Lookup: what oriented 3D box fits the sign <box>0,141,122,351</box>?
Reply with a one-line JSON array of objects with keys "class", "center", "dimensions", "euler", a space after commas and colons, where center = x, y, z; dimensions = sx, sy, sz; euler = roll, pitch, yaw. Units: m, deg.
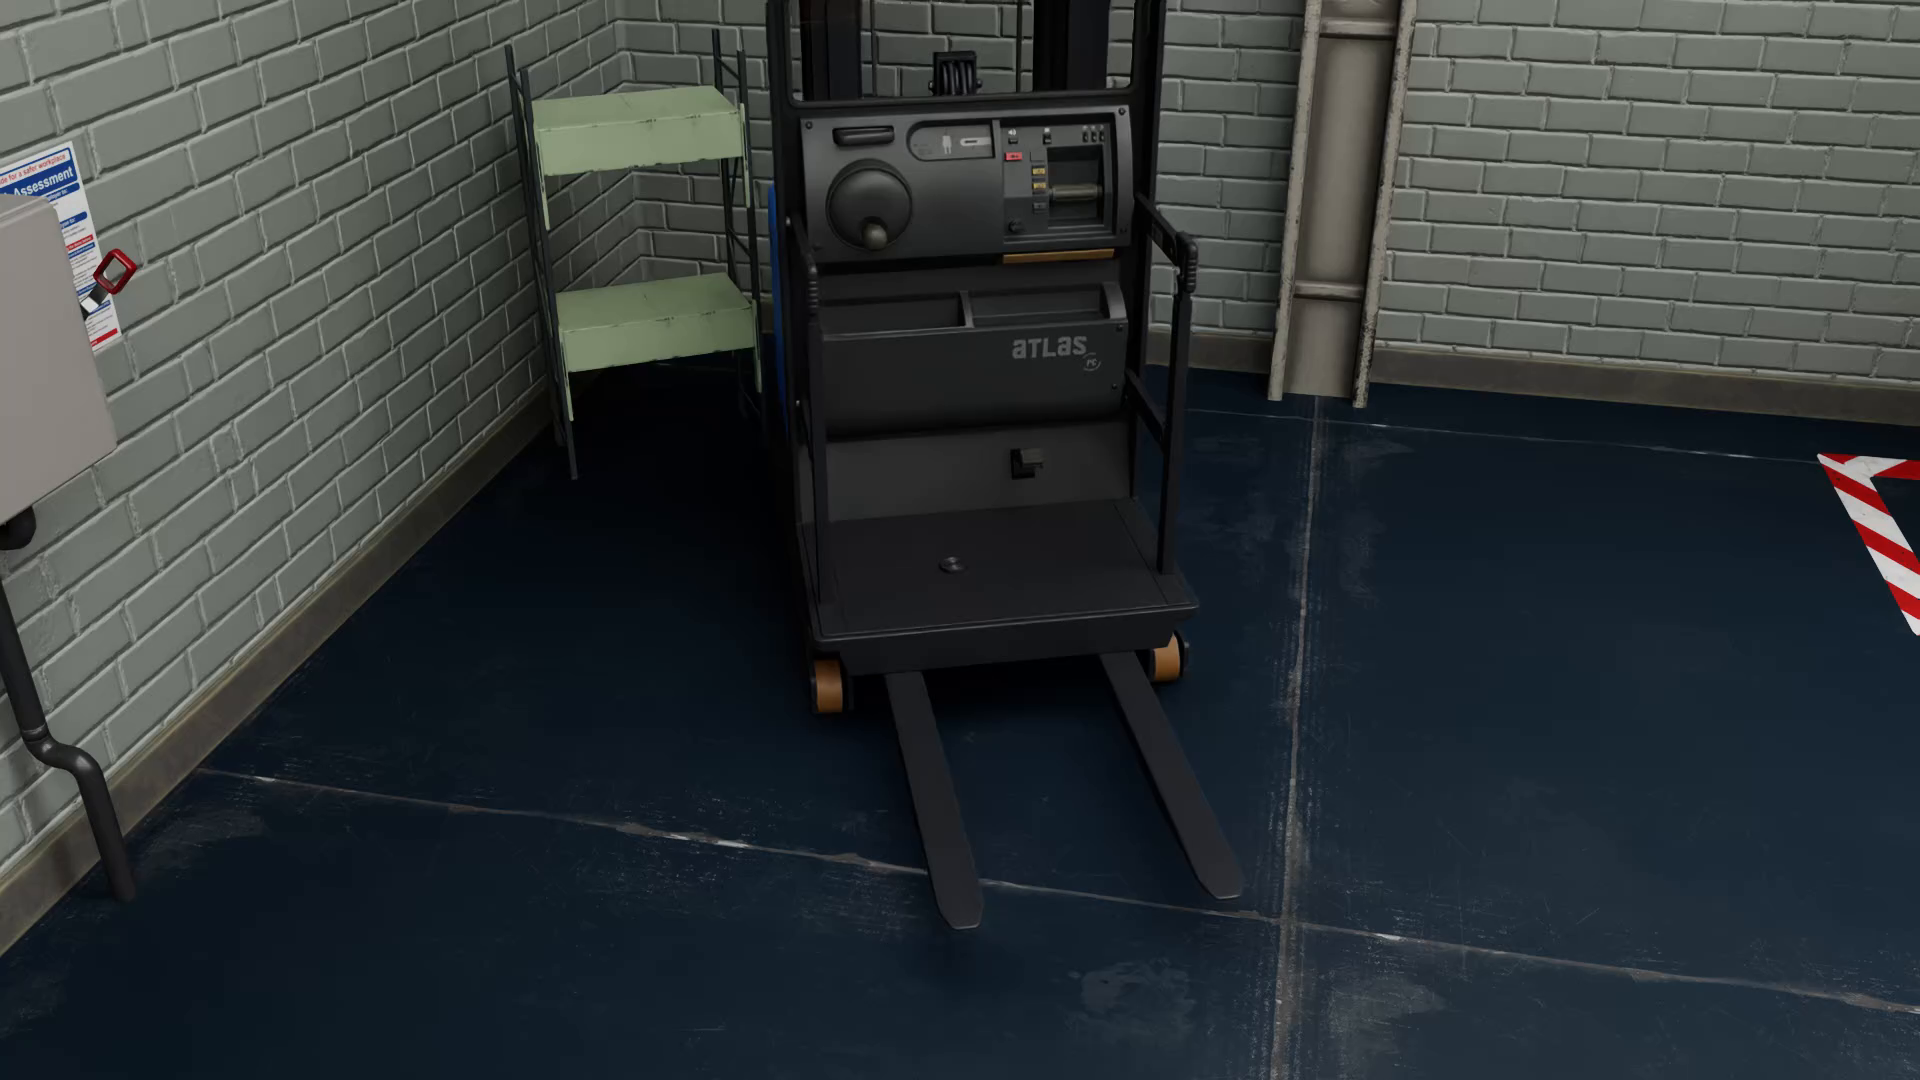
[{"class": "sign", "center": [-2.141, -0.654, 3.920], "dimensions": [0.001, 0.494, 0.329], "euler": [6, 29, 11]}]

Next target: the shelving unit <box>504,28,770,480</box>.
[{"class": "shelving unit", "center": [-1.155, -1.033, 6.076], "dimensions": [0.755, 1.500, 0.431], "euler": [-10, 30, -18]}]

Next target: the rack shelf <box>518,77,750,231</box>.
[{"class": "rack shelf", "center": [-1.155, -1.376, 5.888], "dimensions": [0.720, 0.370, 0.431], "euler": [-10, 30, -18]}]

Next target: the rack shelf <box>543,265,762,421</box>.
[{"class": "rack shelf", "center": [-1.155, -0.747, 6.232], "dimensions": [0.720, 0.370, 0.431], "euler": [-10, 30, -18]}]

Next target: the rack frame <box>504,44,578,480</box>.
[{"class": "rack frame", "center": [-1.497, -0.970, 5.960], "dimensions": [0.023, 1.500, 0.400], "euler": [-10, 30, -18]}]

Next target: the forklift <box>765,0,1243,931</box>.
[{"class": "forklift", "center": [0.063, -0.966, 4.462], "dimensions": [1.130, 2.935, 3.031], "euler": [-5, 29, -8]}]

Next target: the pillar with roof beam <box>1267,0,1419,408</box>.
[{"class": "pillar with roof beam", "center": [0.582, -2.551, 1.039], "dimensions": [0.400, 9.000, 9.100], "euler": [6, 29, 11]}]

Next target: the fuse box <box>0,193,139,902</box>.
[{"class": "fuse box", "center": [-2.042, 0.122, 3.745], "dimensions": [0.414, 1.711, 0.539], "euler": [6, 29, 11]}]

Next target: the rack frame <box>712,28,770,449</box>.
[{"class": "rack frame", "center": [-0.814, -1.097, 6.191], "dimensions": [0.023, 1.500, 0.400], "euler": [-10, 30, -18]}]
